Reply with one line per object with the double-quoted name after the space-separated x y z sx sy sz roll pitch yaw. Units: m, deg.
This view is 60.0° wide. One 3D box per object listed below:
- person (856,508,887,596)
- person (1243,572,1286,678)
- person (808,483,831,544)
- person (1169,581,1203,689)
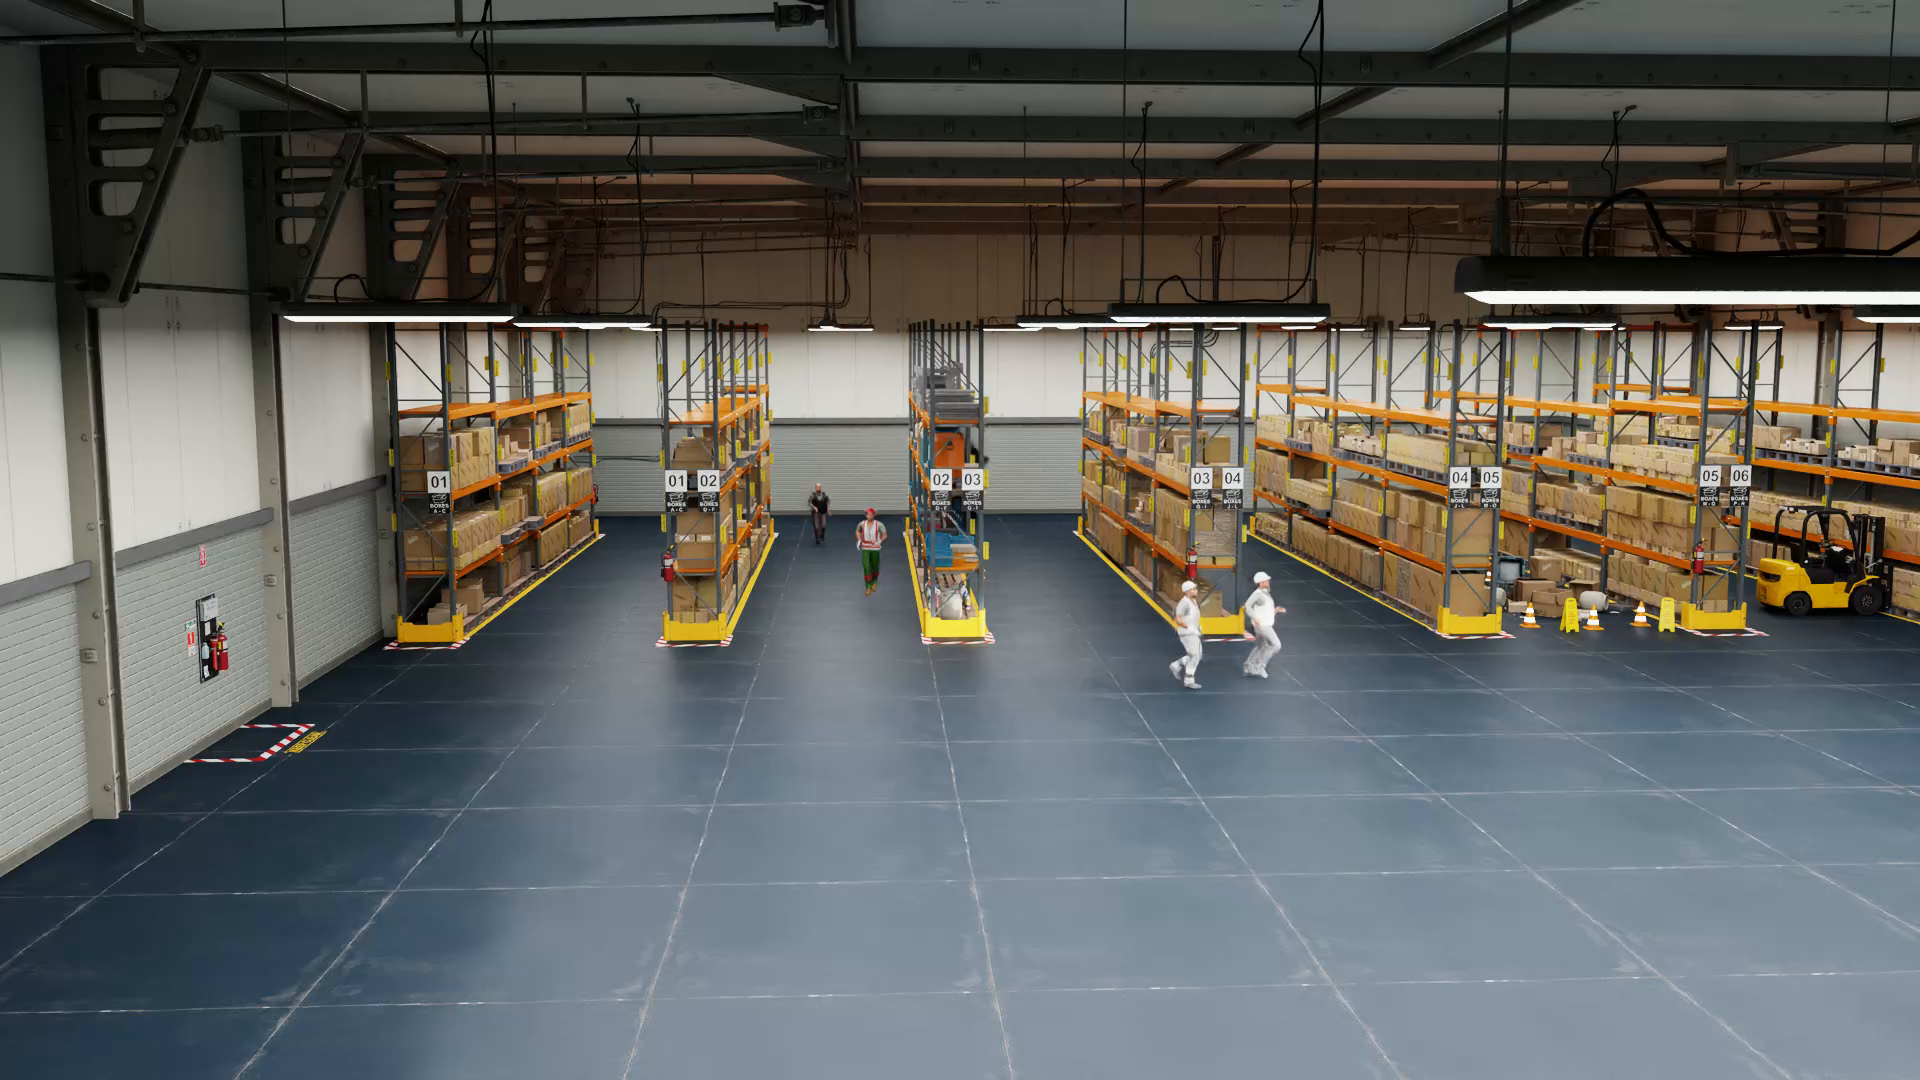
-1.862 0.224 34.992 0.658 1.819 0.884 0 7 0 "person"
5.084 1.422 27.784 0.693 1.771 0.629 2 7 18 "person"
-3.822 -0.709 45.337 0.642 1.675 0.651 -1 7 -11 "person"
3.651 1.529 26.981 0.596 1.751 0.666 3 8 26 "person"
